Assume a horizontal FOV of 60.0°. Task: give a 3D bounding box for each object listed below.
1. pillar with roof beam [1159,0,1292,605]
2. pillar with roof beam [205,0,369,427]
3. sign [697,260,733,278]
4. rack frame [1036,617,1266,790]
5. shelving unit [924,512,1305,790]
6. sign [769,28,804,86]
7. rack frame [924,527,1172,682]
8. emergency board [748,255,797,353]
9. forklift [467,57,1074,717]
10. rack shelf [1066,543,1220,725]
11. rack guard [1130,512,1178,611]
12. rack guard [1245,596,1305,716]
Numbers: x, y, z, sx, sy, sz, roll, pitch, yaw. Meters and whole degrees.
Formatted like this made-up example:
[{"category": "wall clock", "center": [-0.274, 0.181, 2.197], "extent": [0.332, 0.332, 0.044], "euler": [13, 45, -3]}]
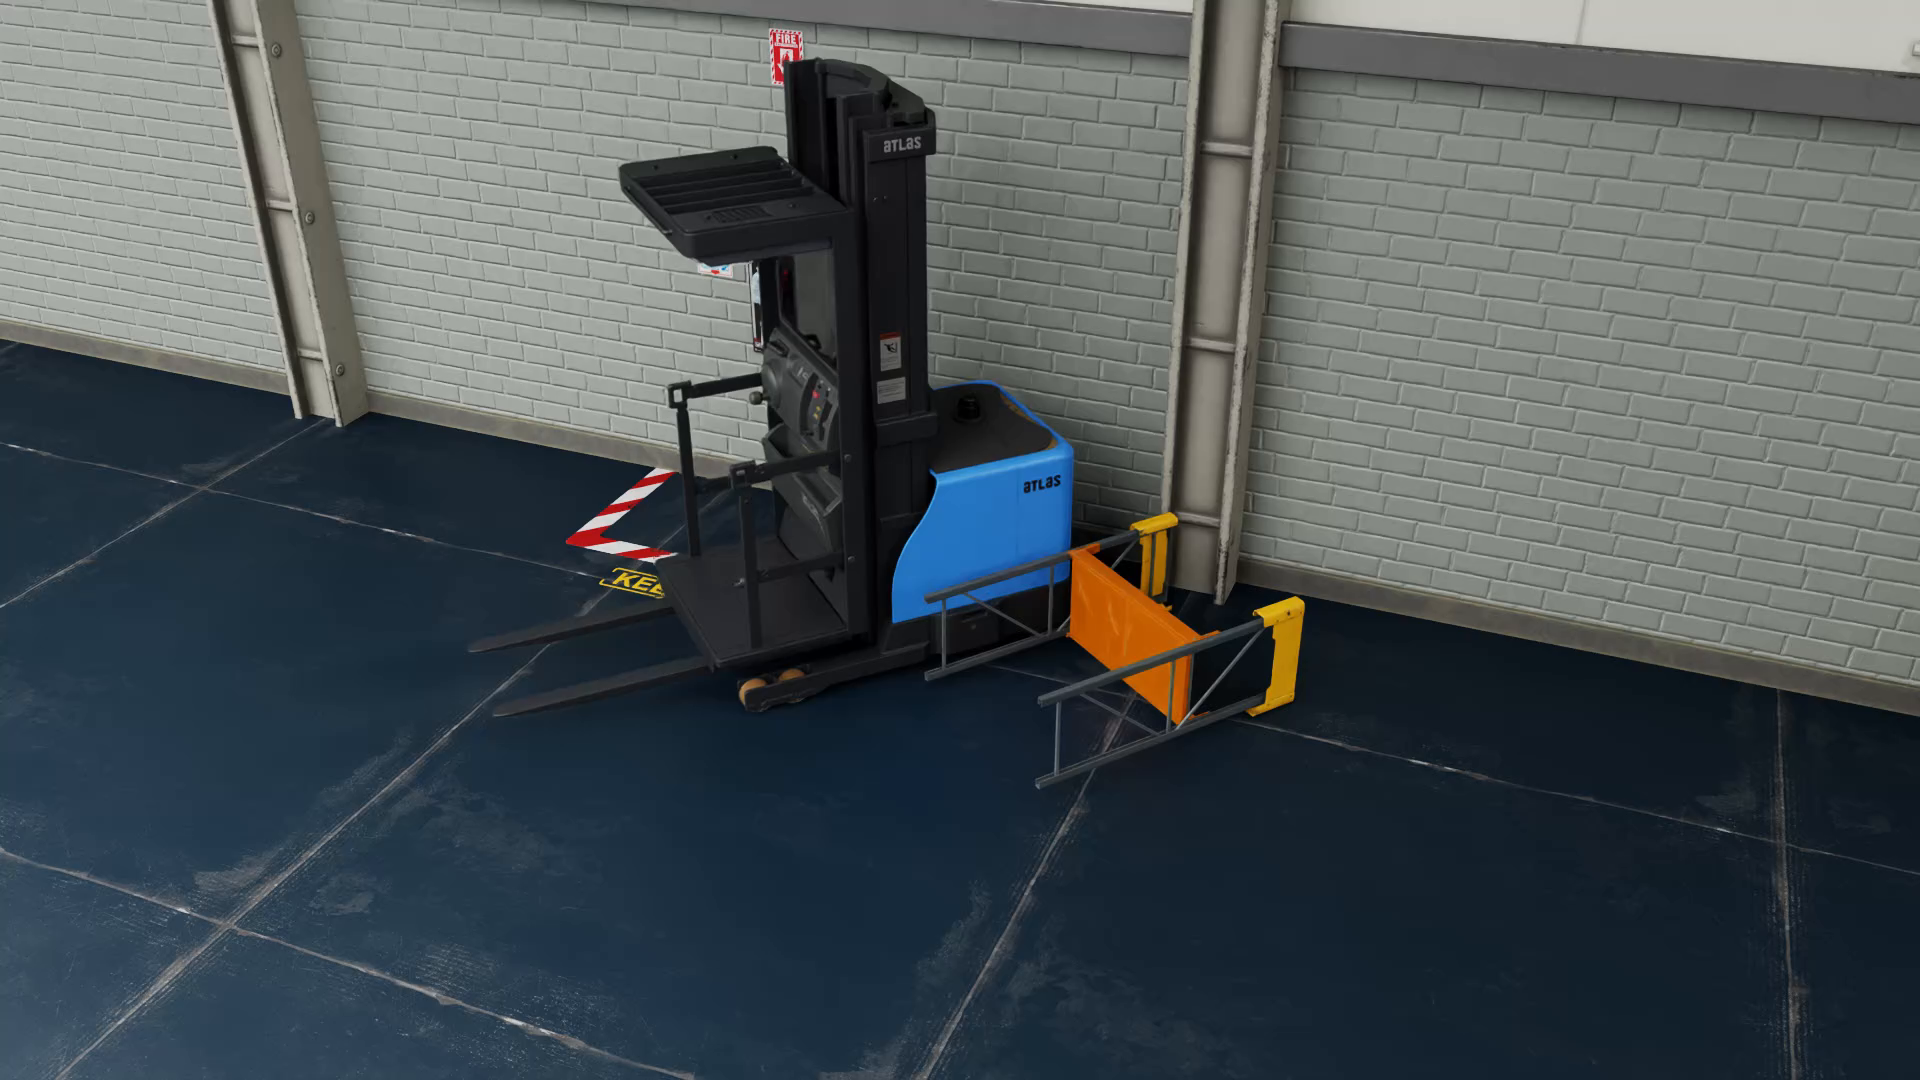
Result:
[{"category": "pillar with roof beam", "center": [-0.301, -1.703, 3.617], "extent": [0.400, 9.000, 9.100], "euler": [11, 31, 19]}, {"category": "pillar with roof beam", "center": [-5.861, -2.813, 5.581], "extent": [0.400, 9.000, 9.100], "euler": [11, 31, 19]}, {"category": "sign", "center": [-1.432, -1.693, 9.661], "extent": [0.234, 0.329, 0.001], "euler": [11, 31, 19]}, {"category": "rack frame", "center": [0.998, 0.729, 7.837], "extent": [1.500, 0.500, 0.032], "euler": [-16, 33, -27]}, {"category": "shelving unit", "center": [0.740, 0.519, 8.209], "extent": [1.500, 0.587, 1.083], "euler": [-16, 33, -27]}, {"category": "sign", "center": [-0.928, -2.585, 8.919], "extent": [0.199, 0.298, 0.001], "euler": [11, 31, 19]}, {"category": "rack frame", "center": [0.474, 0.301, 8.595], "extent": [1.500, 0.500, 0.032], "euler": [-16, 33, -27]}, {"category": "emergency board", "center": [-0.958, -1.529, 9.406], "extent": [0.643, 1.169, 0.194], "euler": [11, 31, 19]}, {"category": "forklift", "center": [-0.964, -0.717, 8.040], "extent": [3.031, 2.935, 1.130], "euler": [-13, 32, -22]}, {"category": "rack shelf", "center": [0.890, 0.469, 8.297], "extent": [0.185, 0.538, 1.000], "euler": [-16, 33, -27]}, {"category": "rack guard", "center": [1.019, 0.150, 8.861], "extent": [0.250, 0.587, 0.087], "euler": [-16, 33, -27]}, {"category": "rack guard", "center": [1.533, 0.570, 8.118], "extent": [0.250, 0.587, 0.087], "euler": [-16, 33, -27]}]
